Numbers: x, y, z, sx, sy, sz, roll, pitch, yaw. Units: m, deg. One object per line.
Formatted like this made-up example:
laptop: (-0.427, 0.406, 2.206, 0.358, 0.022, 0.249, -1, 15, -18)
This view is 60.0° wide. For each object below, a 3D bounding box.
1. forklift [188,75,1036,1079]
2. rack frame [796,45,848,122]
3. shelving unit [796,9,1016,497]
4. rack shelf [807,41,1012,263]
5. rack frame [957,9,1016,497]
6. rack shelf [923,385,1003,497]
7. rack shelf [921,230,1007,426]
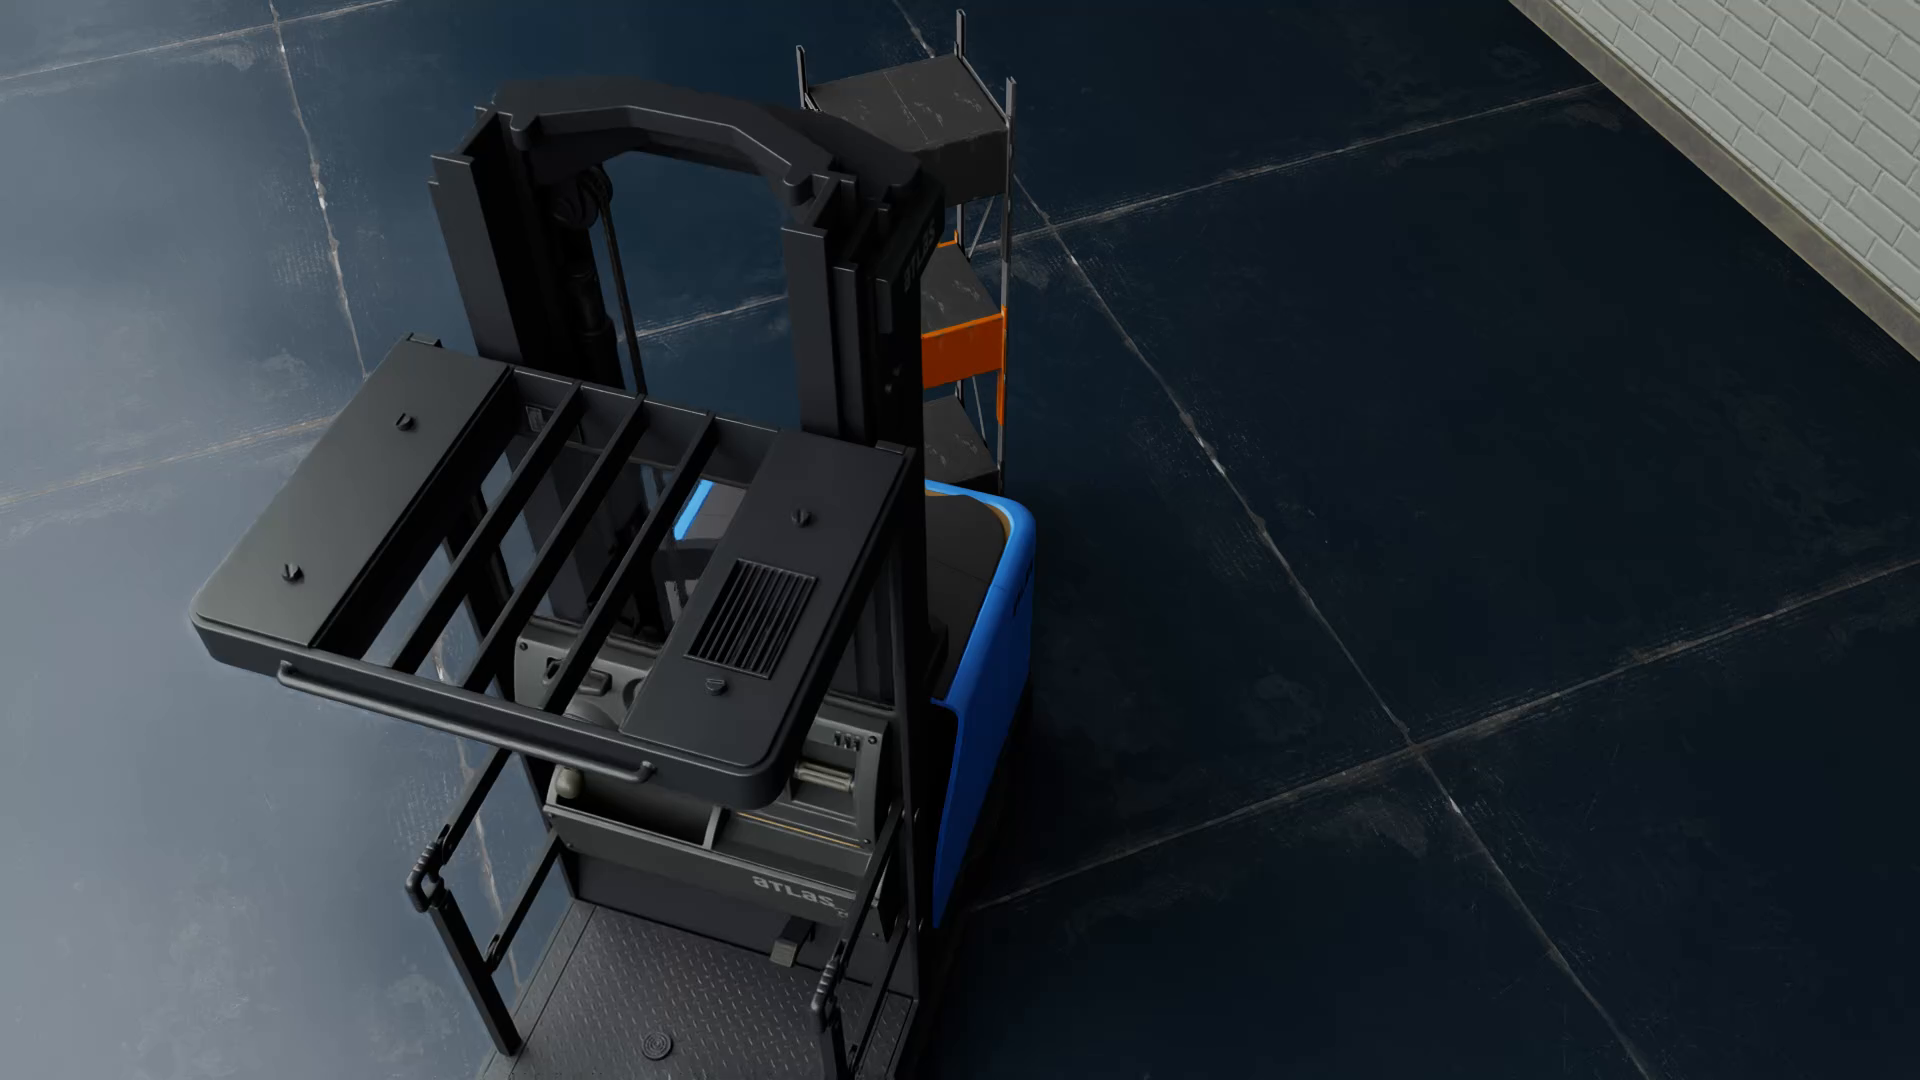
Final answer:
forklift: (-0.689, 0.595, 3.807, 1.130, 2.935, 3.031, 14, 51, 11)
rack frame: (-0.379, -0.567, 5.353, 0.015, 2.100, 0.400, -17, 52, -14)
shelving unit: (-0.153, -0.637, 5.413, 0.503, 2.100, 0.431, -17, 52, -14)
rack shelf: (-0.153, -1.084, 4.892, 0.480, 0.518, 0.431, -17, 52, -14)
rack frame: (0.073, -0.707, 5.473, 0.015, 2.100, 0.400, -17, 52, -14)
rack shelf: (-0.153, -0.172, 5.954, 0.480, 0.518, 0.431, -17, 52, -14)
rack shelf: (-0.153, -0.628, 5.423, 0.480, 0.518, 0.431, -17, 52, -14)
